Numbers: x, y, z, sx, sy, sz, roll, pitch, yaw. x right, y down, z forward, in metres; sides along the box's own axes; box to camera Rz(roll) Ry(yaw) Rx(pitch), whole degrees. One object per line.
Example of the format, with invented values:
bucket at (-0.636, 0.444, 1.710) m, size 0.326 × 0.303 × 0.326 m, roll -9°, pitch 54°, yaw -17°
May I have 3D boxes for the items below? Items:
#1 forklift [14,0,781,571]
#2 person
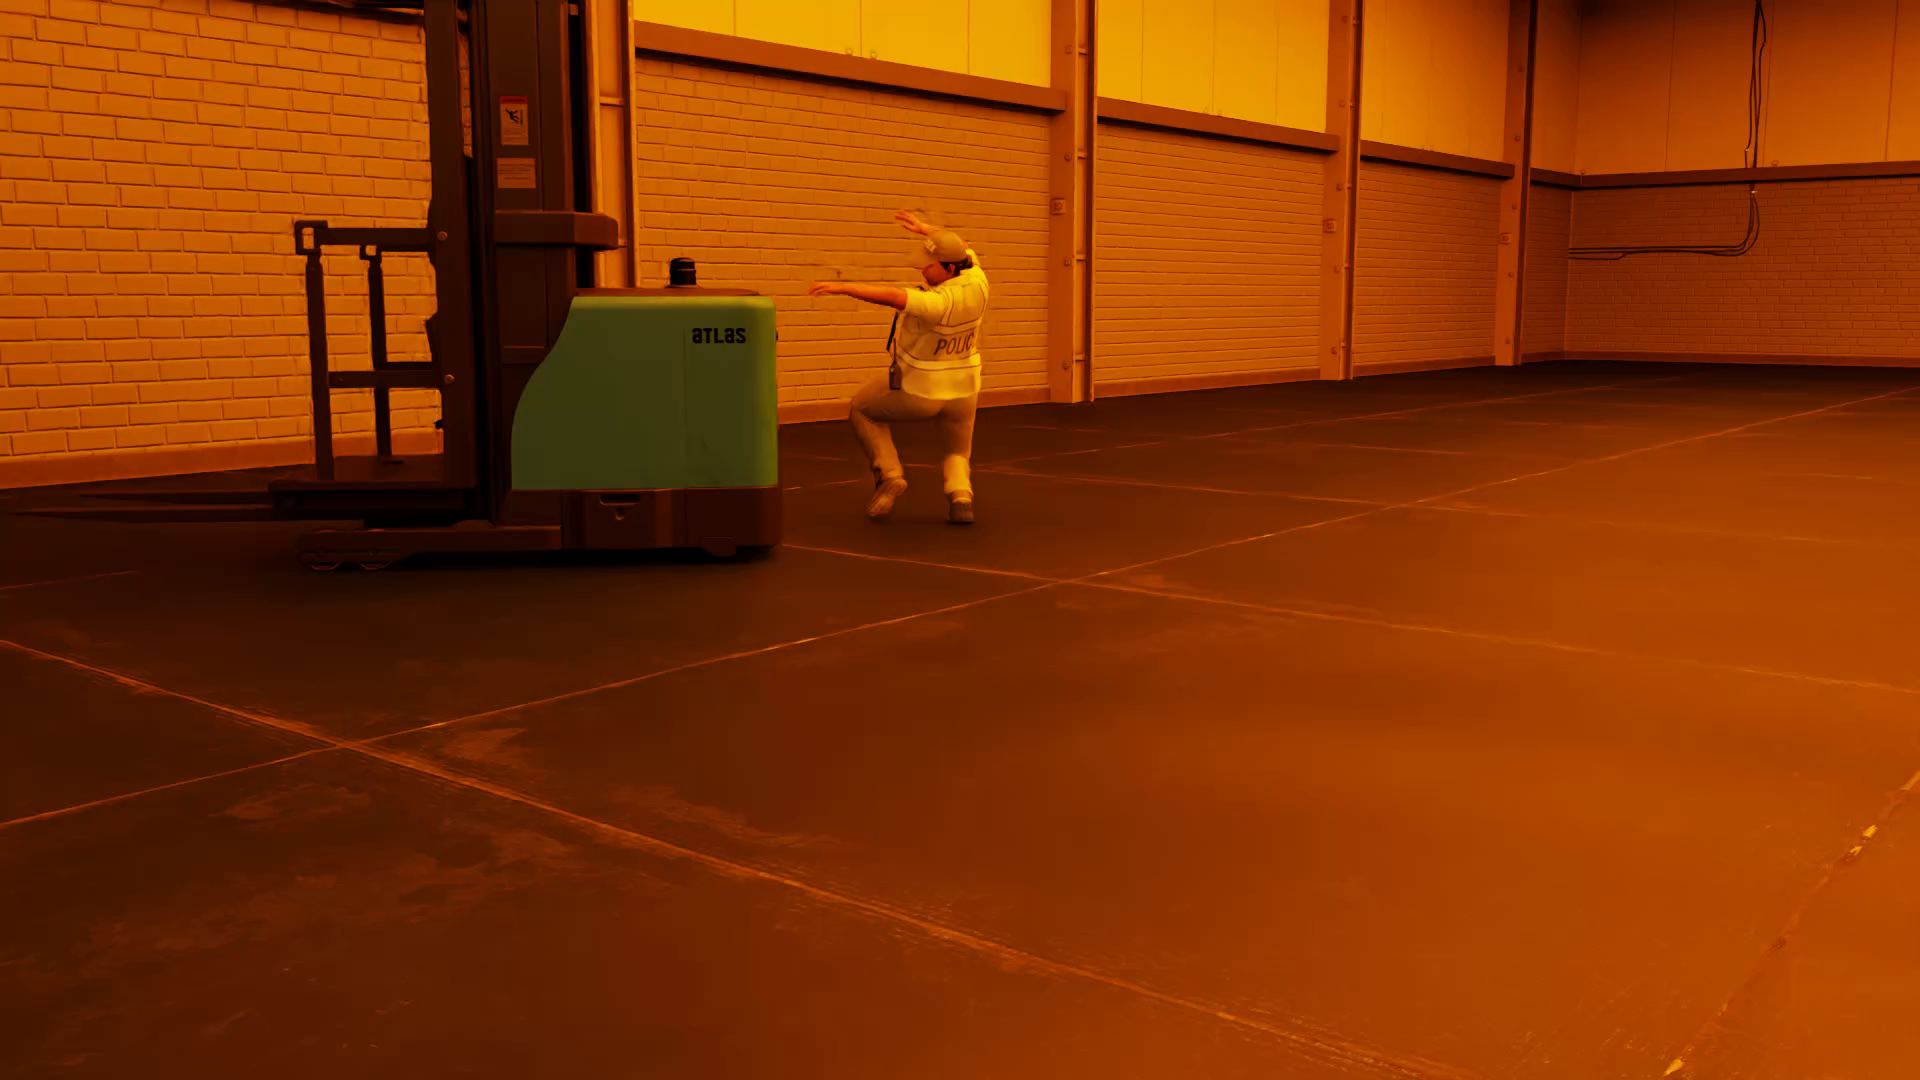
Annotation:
forklift at (-2.287, -1.408, 6.905) m, size 3.031 × 2.935 × 1.130 m, roll -1°, pitch 8°, yaw -6°
person at (-0.389, -0.801, 7.916) m, size 1.021 × 1.508 × 0.815 m, roll -5°, pitch 10°, yaw -30°
